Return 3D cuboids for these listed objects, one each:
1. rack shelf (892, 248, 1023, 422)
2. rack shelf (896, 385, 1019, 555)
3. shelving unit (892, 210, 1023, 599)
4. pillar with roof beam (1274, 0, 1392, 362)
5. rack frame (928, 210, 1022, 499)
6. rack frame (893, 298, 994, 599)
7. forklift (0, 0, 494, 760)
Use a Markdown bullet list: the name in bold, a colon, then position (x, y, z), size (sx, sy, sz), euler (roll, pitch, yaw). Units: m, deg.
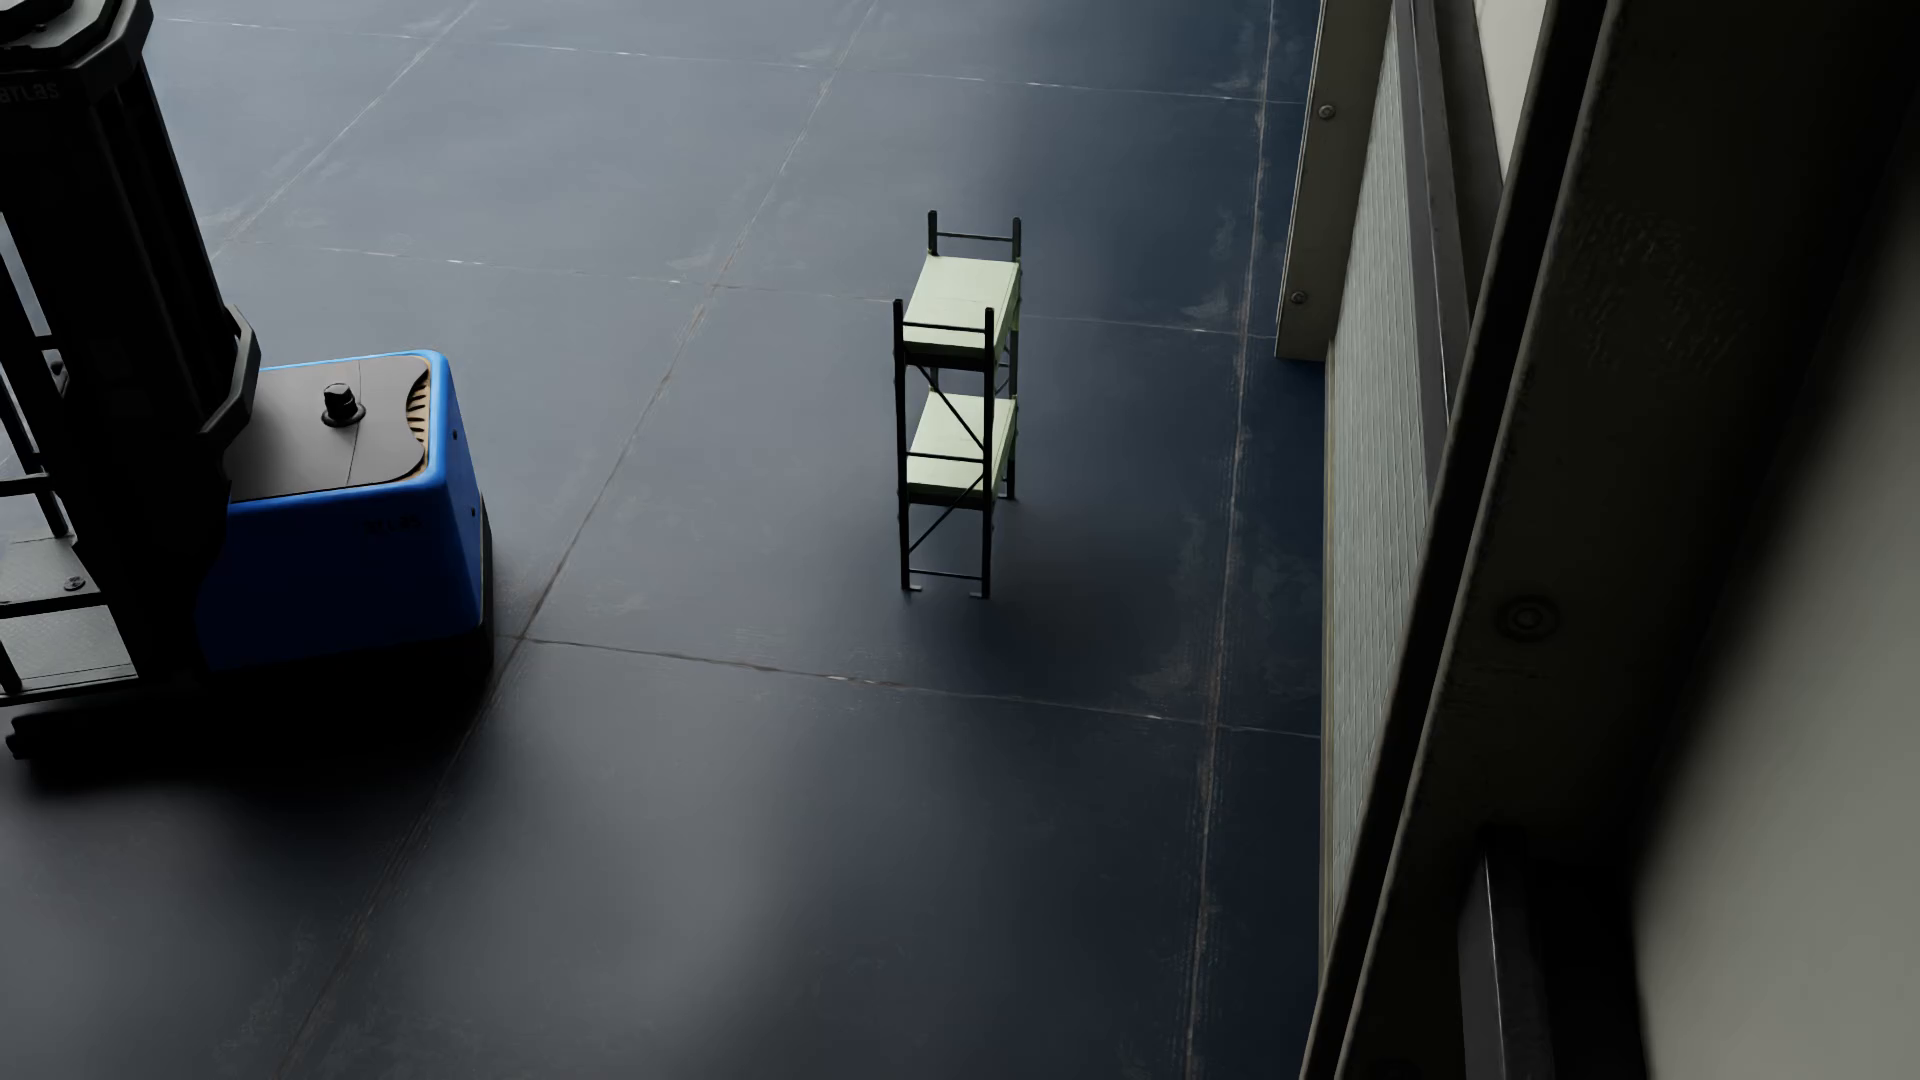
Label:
- **rack shelf**: position (-0.001, -0.875, 7.018), size (0.431, 0.370, 0.720), euler (6, 40, 8)
- **rack shelf**: position (-0.001, -0.323, 7.475), size (0.431, 0.370, 0.720), euler (6, 40, 8)
- **shelving unit**: position (-0.001, -0.574, 7.267), size (0.431, 1.500, 0.755), euler (6, 40, 8)
- **pillar with roof beam**: position (-2.364, -5.033, 6.776), size (9.100, 9.000, 0.400), euler (6, 40, 8)
- **rack frame**: position (0.062, -0.804, 7.545), size (0.400, 1.500, 0.023), euler (6, 40, 8)
- **rack frame**: position (-0.064, -0.344, 6.989), size (0.400, 1.500, 0.023), euler (6, 40, 8)
- **forklift**: position (-3.541, -0.619, 6.198), size (3.031, 2.935, 1.130), euler (-8, 40, -10)
